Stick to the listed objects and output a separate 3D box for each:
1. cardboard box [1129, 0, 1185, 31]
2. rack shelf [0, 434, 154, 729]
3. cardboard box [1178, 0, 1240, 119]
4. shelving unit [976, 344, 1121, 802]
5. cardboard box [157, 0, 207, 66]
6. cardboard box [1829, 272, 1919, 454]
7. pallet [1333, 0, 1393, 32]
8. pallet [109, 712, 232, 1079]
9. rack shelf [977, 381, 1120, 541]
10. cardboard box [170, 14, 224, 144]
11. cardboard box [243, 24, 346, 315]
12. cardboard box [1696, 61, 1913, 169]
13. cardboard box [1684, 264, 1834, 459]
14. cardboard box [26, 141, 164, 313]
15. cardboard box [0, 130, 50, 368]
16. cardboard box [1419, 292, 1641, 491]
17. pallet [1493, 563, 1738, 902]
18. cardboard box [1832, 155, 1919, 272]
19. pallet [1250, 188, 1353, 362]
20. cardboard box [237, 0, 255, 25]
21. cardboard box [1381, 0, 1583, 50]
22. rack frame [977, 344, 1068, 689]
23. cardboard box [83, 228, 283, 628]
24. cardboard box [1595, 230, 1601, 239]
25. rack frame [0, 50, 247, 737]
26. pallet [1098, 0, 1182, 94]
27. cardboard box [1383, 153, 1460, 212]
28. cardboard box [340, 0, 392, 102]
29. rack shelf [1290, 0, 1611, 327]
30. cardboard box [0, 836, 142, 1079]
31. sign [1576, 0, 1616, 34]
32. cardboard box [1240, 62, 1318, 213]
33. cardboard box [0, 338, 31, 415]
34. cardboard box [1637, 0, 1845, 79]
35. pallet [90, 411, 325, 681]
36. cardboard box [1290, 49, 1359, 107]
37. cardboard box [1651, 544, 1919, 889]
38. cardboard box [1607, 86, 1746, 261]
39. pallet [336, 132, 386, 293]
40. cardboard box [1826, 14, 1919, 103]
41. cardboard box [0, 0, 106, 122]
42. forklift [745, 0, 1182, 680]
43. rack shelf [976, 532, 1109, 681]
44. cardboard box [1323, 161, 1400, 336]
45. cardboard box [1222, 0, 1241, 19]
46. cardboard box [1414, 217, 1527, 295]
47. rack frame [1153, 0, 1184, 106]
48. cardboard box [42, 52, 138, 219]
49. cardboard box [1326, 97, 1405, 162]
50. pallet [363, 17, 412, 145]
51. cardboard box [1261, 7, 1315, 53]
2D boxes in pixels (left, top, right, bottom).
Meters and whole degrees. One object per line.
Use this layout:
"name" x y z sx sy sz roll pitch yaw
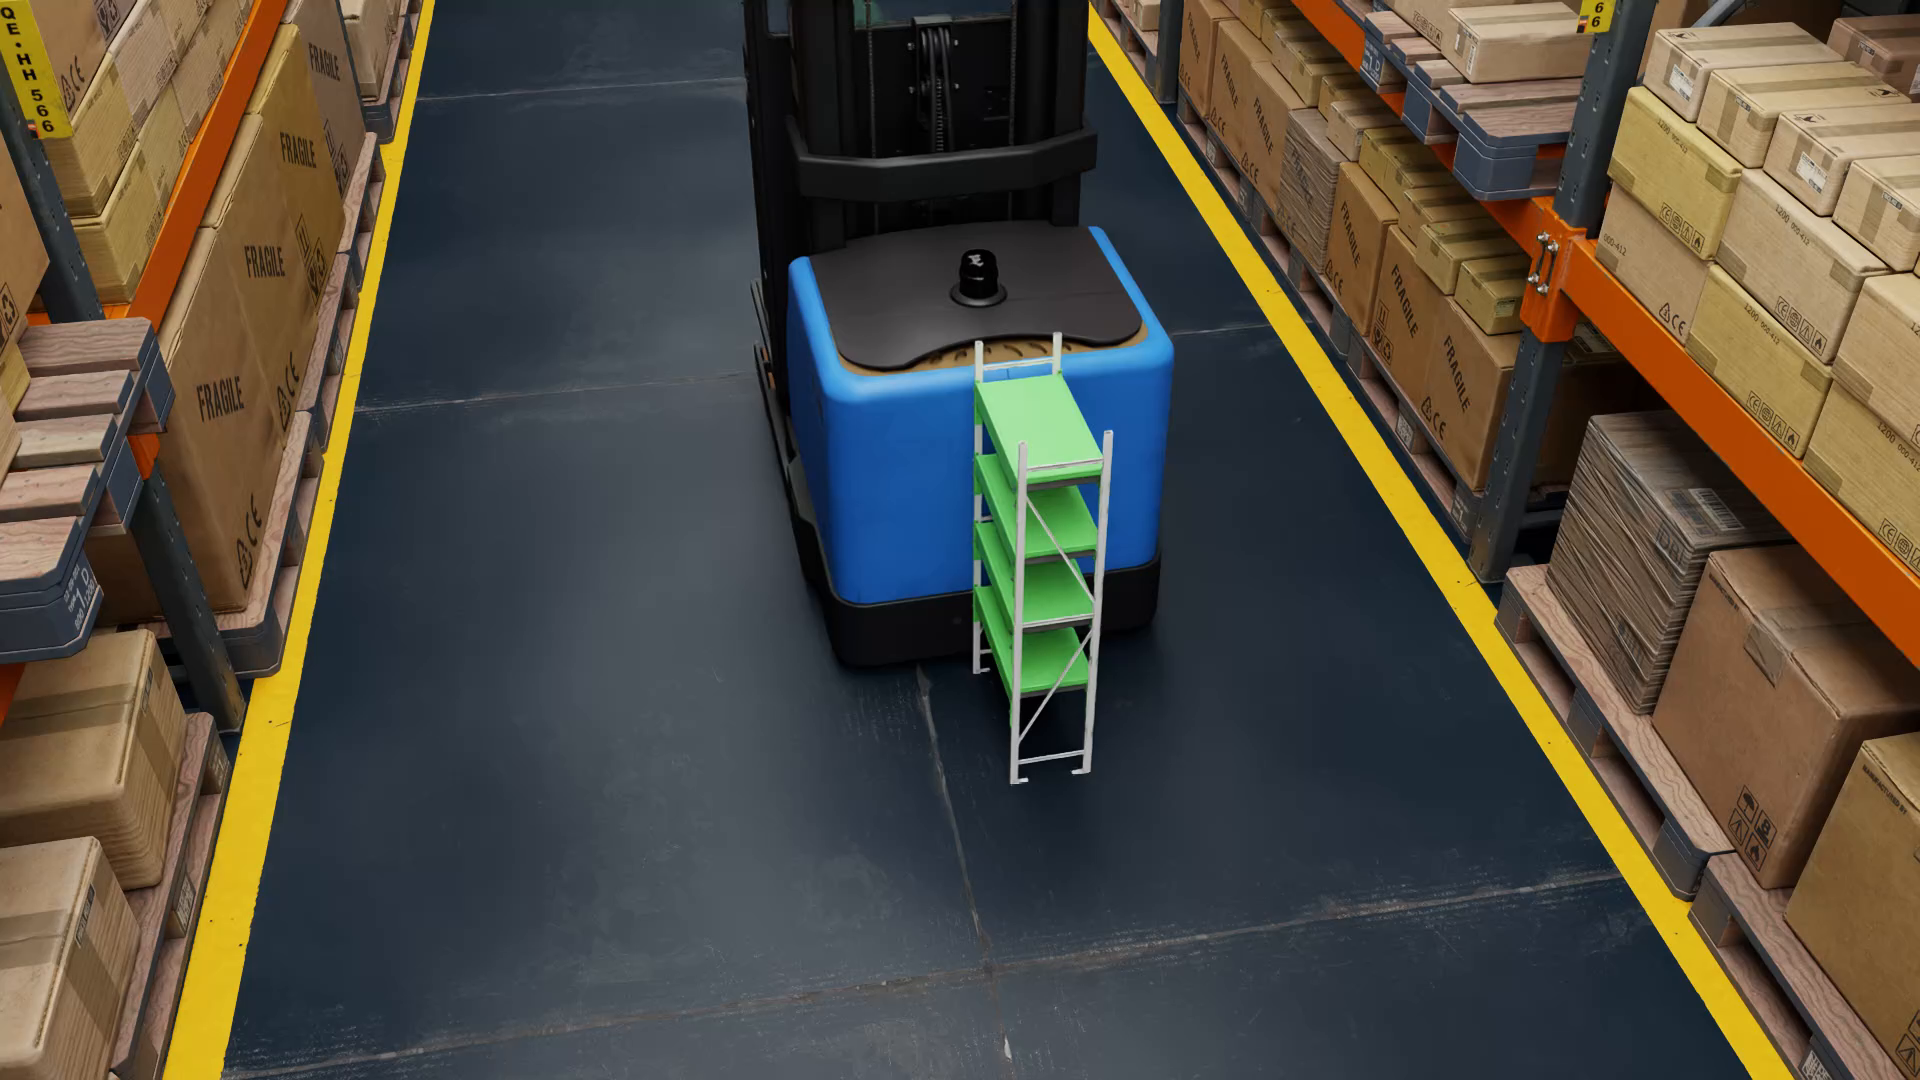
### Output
"cardboard box" 1.133 -2.881 8.995 0.380 0.149 0.250 -7 38 -9
"rack shelf" -2.315 0.908 2.722 1.077 0.370 4.000 -6 38 -8
"cardboard box" 1.383 -2.398 8.087 0.500 0.500 0.500 -5 38 -6
"shelving unit" 0.225 0.113 4.626 0.258 1.200 0.503 -8 39 -10
"cardboard box" -2.676 -1.669 5.169 0.500 0.250 0.500 -6 38 -8
"cardboard box" 2.219 -0.343 3.462 0.500 0.250 0.500 -7 38 -9
"pallet" 1.875 -2.218 6.317 1.003 0.211 1.213 -6 38 -8
"pallet" -2.530 0.989 4.304 1.003 0.211 1.213 -6 38 -8
"rack shelf" 0.225 -0.215 4.371 0.258 0.148 0.480 -8 39 -10
"cardboard box" -2.697 -1.473 5.323 0.500 0.250 0.500 -5 38 -6
"cardboard box" -3.013 -1.416 6.517 0.875 0.875 0.875 -5 38 -7
"cardboard box" 2.035 -1.030 4.021 0.380 0.149 0.250 -5 38 -7
"cardboard box" 2.141 -0.462 4.022 0.500 0.250 0.500 -7 38 -9
"cardboard box" -2.503 -0.847 4.518 0.500 0.250 0.500 -7 38 -9
"cardboard box" -2.312 -0.662 3.491 0.500 0.500 0.500 -7 38 -9
"cardboard box" 1.935 -0.531 5.684 0.500 0.500 0.500 -5 38 -7
"pallet" 2.327 0.483 4.957 1.003 0.211 1.213 -6 38 -8
"cardboard box" 2.163 -0.721 3.623 0.380 0.149 0.250 -6 38 -7
"pallet" 1.917 -1.209 7.134 1.003 0.211 1.213 -6 38 -8
"cardboard box" -2.882 -2.082 6.108 0.500 0.250 0.500 -7 38 -9
"cardboard box" 1.717 -1.829 5.439 0.500 0.250 0.500 -8 39 -10
"rack frame" 0.172 -0.033 4.814 0.240 1.200 0.015 -8 39 -10
"cardboard box" -2.705 -0.337 5.128 0.875 0.875 0.875 -7 38 -8
"cardboard box" 2.416 -1.067 5.845 0.380 0.149 0.250 -5 38 -7
"rack frame" -2.665 -0.584 4.057 1.000 3.000 0.127 -6 38 -8
"pallet" 1.400 -2.850 9.246 1.003 0.211 1.213 -6 38 -8
"cardboard box" 1.802 -1.316 6.165 0.380 0.149 0.250 -5 38 -7
"cardboard box" -3.371 -2.545 8.327 0.875 0.438 0.875 -7 38 -9
"rack shelf" 1.870 -2.044 6.522 1.077 0.370 4.000 -6 38 -8
"cardboard box" -2.439 1.075 3.721 0.950 0.372 0.625 -7 38 -9
"sign" 1.688 -1.482 4.333 0.100 0.325 0.005 -6 38 -8
"cardboard box" 1.569 -1.776 7.286 0.500 0.500 0.500 -7 38 -9
"cardboard box" -2.258 -0.324 3.584 0.380 0.149 0.250 -6 38 -7
"cardboard box" 2.285 -1.653 5.009 0.500 0.500 0.500 -5 38 -6
"pallet" -2.729 0.033 5.536 1.003 0.211 1.213 -6 38 -8
"cardboard box" 1.611 -1.944 6.973 0.380 0.149 0.250 -5 38 -6
"cardboard box" 2.439 0.424 4.353 0.875 0.625 0.625 -5 38 -6
"cardboard box" 2.034 -0.961 4.257 0.500 0.250 0.500 -6 38 -8
"pallet" -3.157 -1.441 7.433 1.003 0.211 1.213 -6 38 -8
"cardboard box" 2.477 -1.241 4.292 0.380 0.149 0.250 -5 38 -6
"cardboard box" -2.511 -1.342 4.137 0.500 0.500 0.500 -7 38 -9
"forklift" -0.171 -1.635 5.465 1.130 2.935 3.031 -8 39 -10
"rack shelf" 0.225 0.164 4.665 0.258 0.148 0.480 -8 39 -10
"cardboard box" 1.763 -1.150 6.481 0.500 0.500 0.500 -5 38 -6
"cardboard box" 1.445 -2.567 7.775 0.380 0.149 0.250 -7 38 -9
"cardboard box" 1.807 -0.988 5.743 0.380 0.149 0.250 -8 39 -10
"rack frame" 1.520 -3.536 7.857 1.000 3.000 0.127 -6 38 -8
"cardboard box" -2.511 -1.055 4.377 0.500 0.250 0.500 -6 38 -8
"cardboard box" 1.680 -1.630 6.570 0.380 0.149 0.250 -8 39 -10
"pallet" -3.423 -2.366 8.624 1.003 0.211 1.213 -6 38 -8
"cardboard box" 1.563 -2.249 7.366 0.380 0.149 0.250 -7 38 -9
